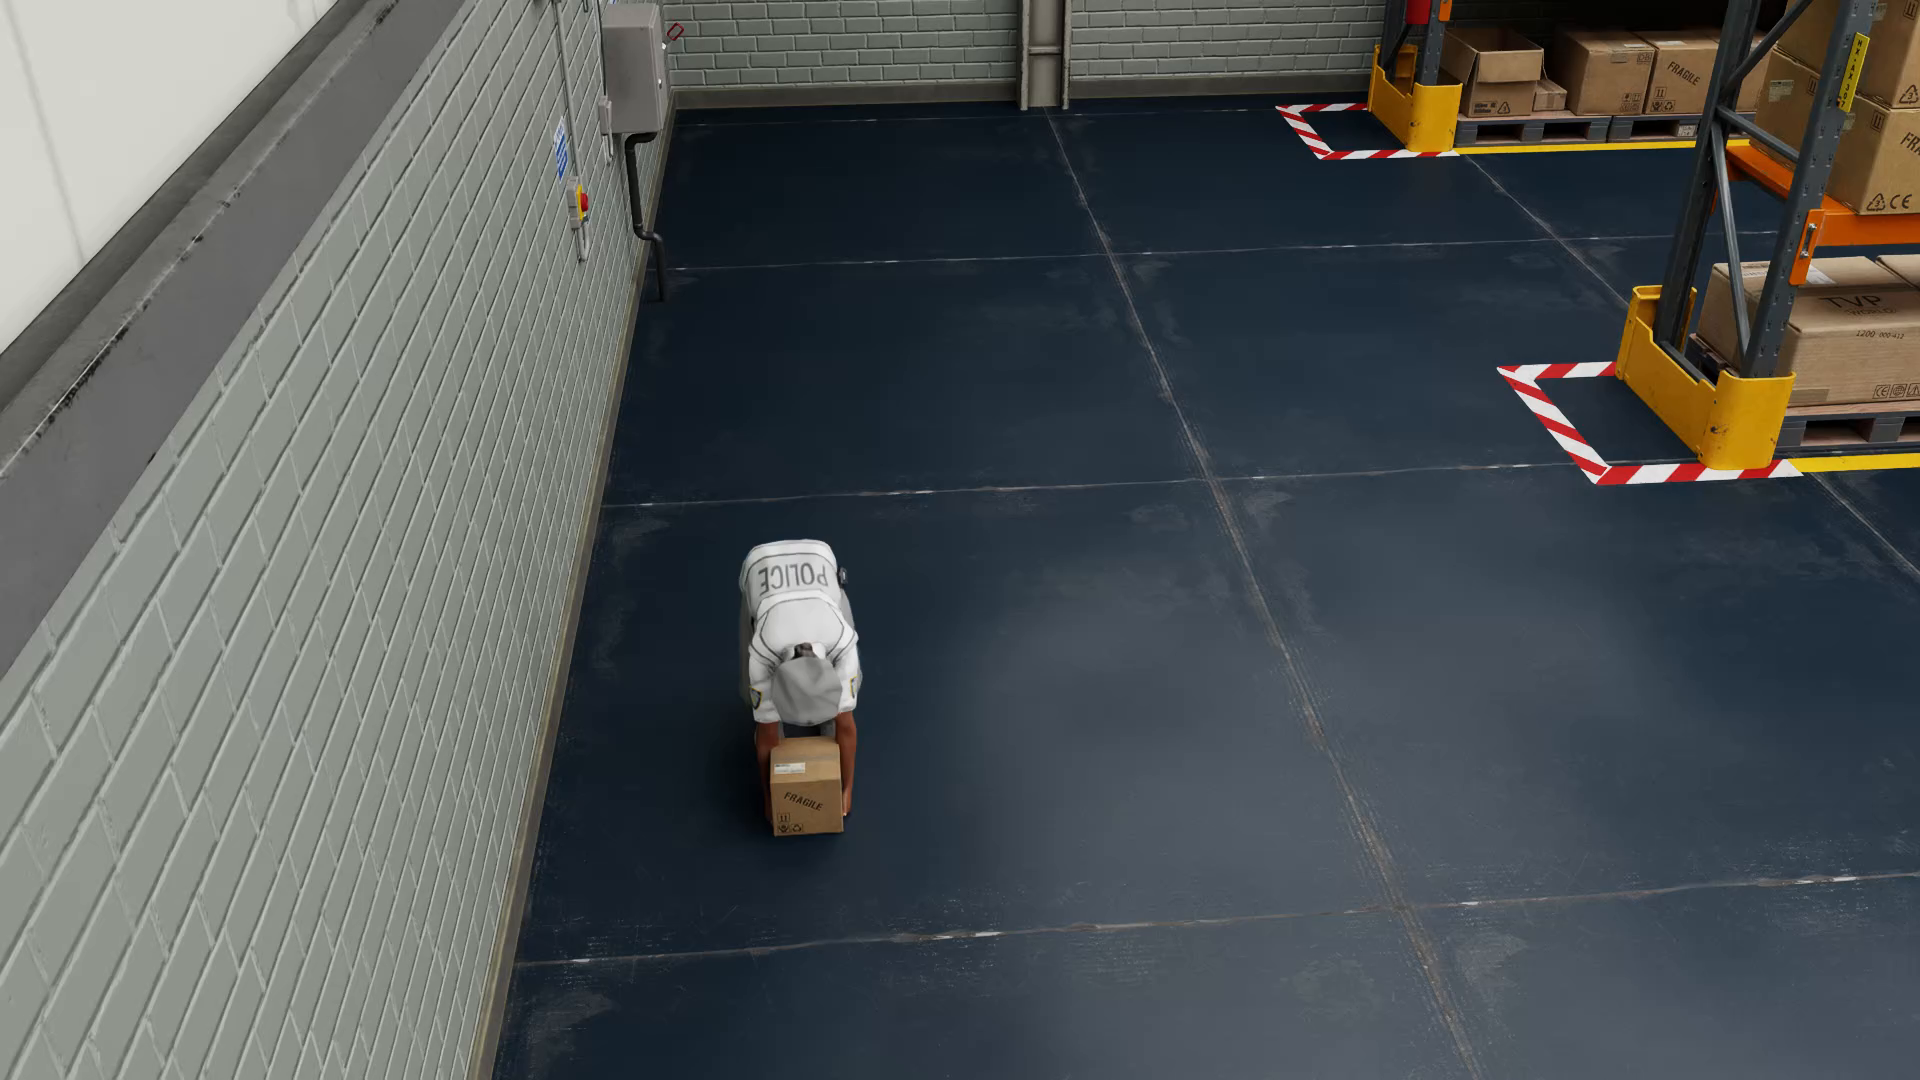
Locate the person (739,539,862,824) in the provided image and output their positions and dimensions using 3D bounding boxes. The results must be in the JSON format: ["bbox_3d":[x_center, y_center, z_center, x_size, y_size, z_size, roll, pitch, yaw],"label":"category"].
[{"bbox_3d":[-0.594,0.500,6.161,0.456,0.823,0.919,-4,32,-6],"label":"person"}]
